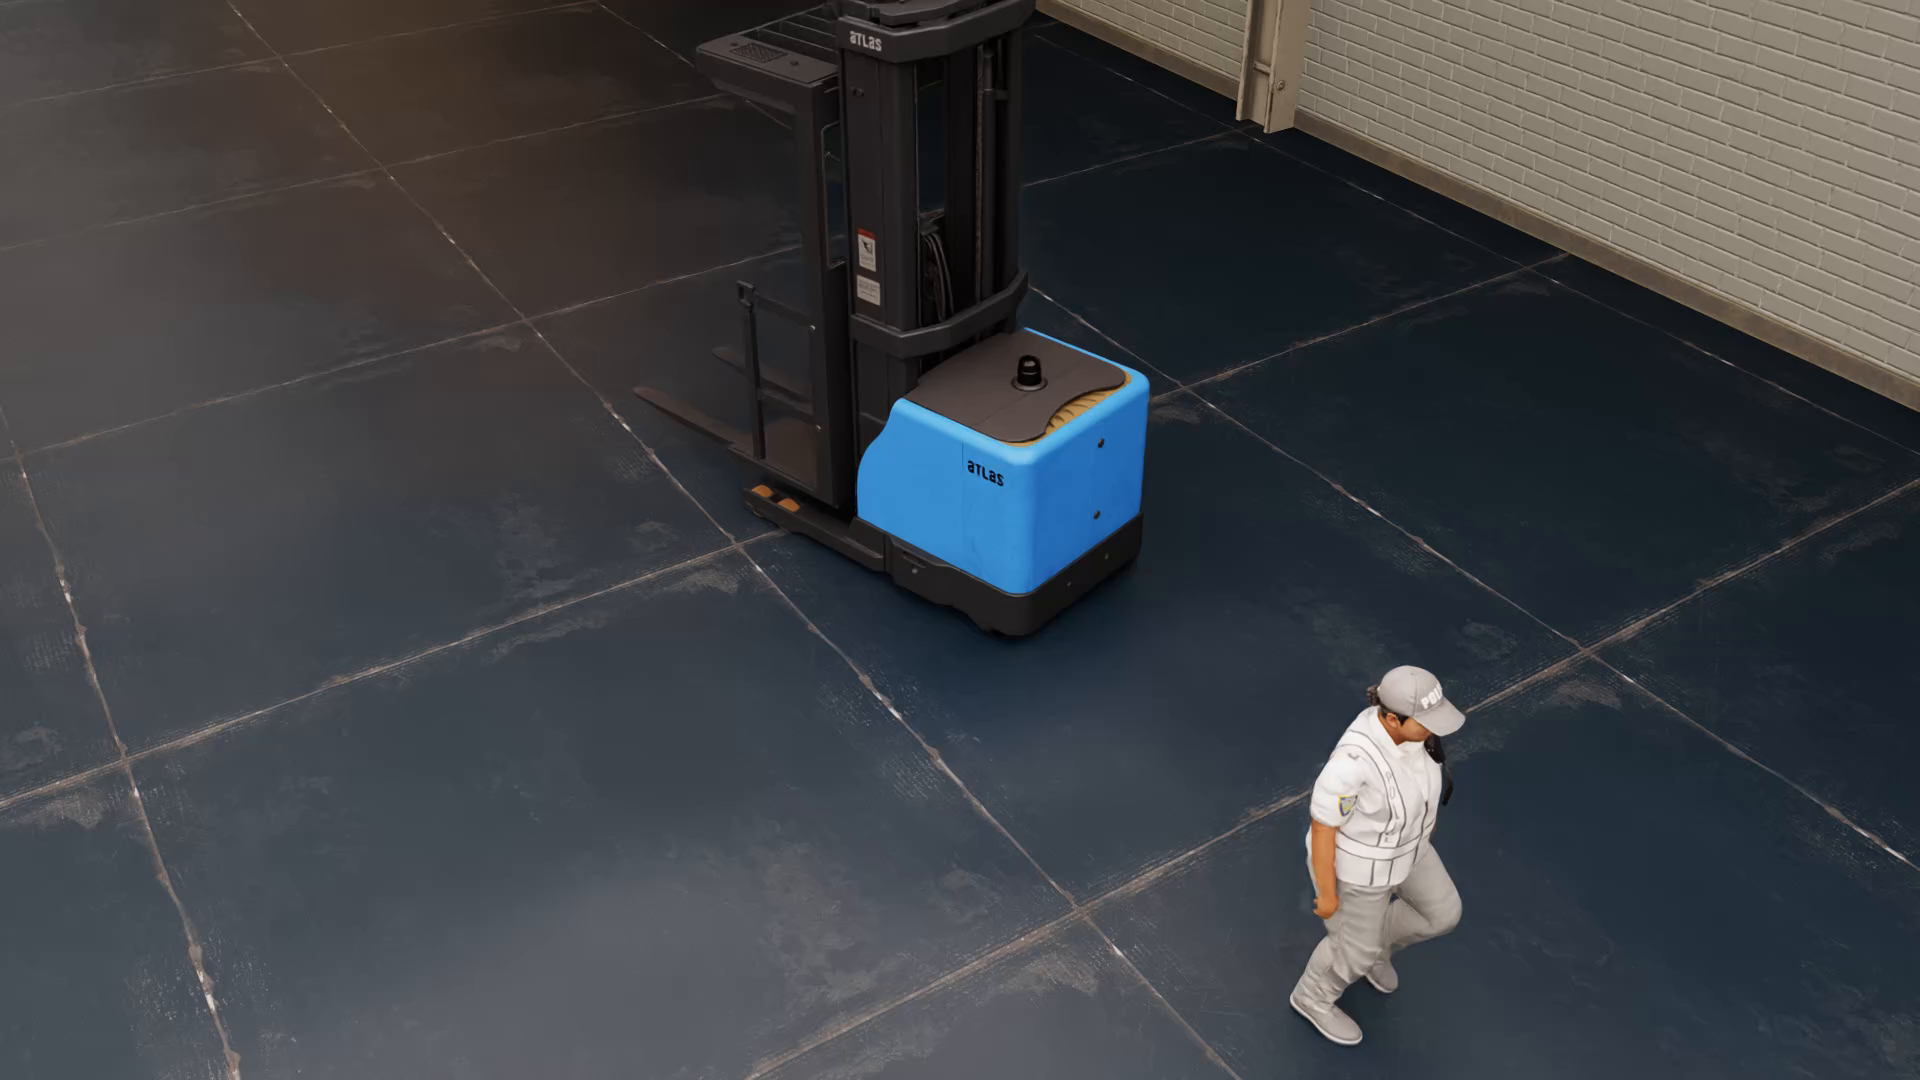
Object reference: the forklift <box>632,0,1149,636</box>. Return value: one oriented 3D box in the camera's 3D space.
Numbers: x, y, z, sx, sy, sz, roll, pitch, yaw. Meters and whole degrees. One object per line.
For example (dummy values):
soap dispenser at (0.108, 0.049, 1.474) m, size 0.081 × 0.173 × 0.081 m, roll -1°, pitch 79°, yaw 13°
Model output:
forklift at (-0.521, -1.454, 8.217) m, size 3.031 × 2.935 × 1.130 m, roll 26°, pitch 43°, yaw 32°

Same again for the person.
person at (1.459, 1.094, 5.718) m, size 0.489 × 1.652 × 0.596 m, roll 27°, pitch 43°, yaw 33°
